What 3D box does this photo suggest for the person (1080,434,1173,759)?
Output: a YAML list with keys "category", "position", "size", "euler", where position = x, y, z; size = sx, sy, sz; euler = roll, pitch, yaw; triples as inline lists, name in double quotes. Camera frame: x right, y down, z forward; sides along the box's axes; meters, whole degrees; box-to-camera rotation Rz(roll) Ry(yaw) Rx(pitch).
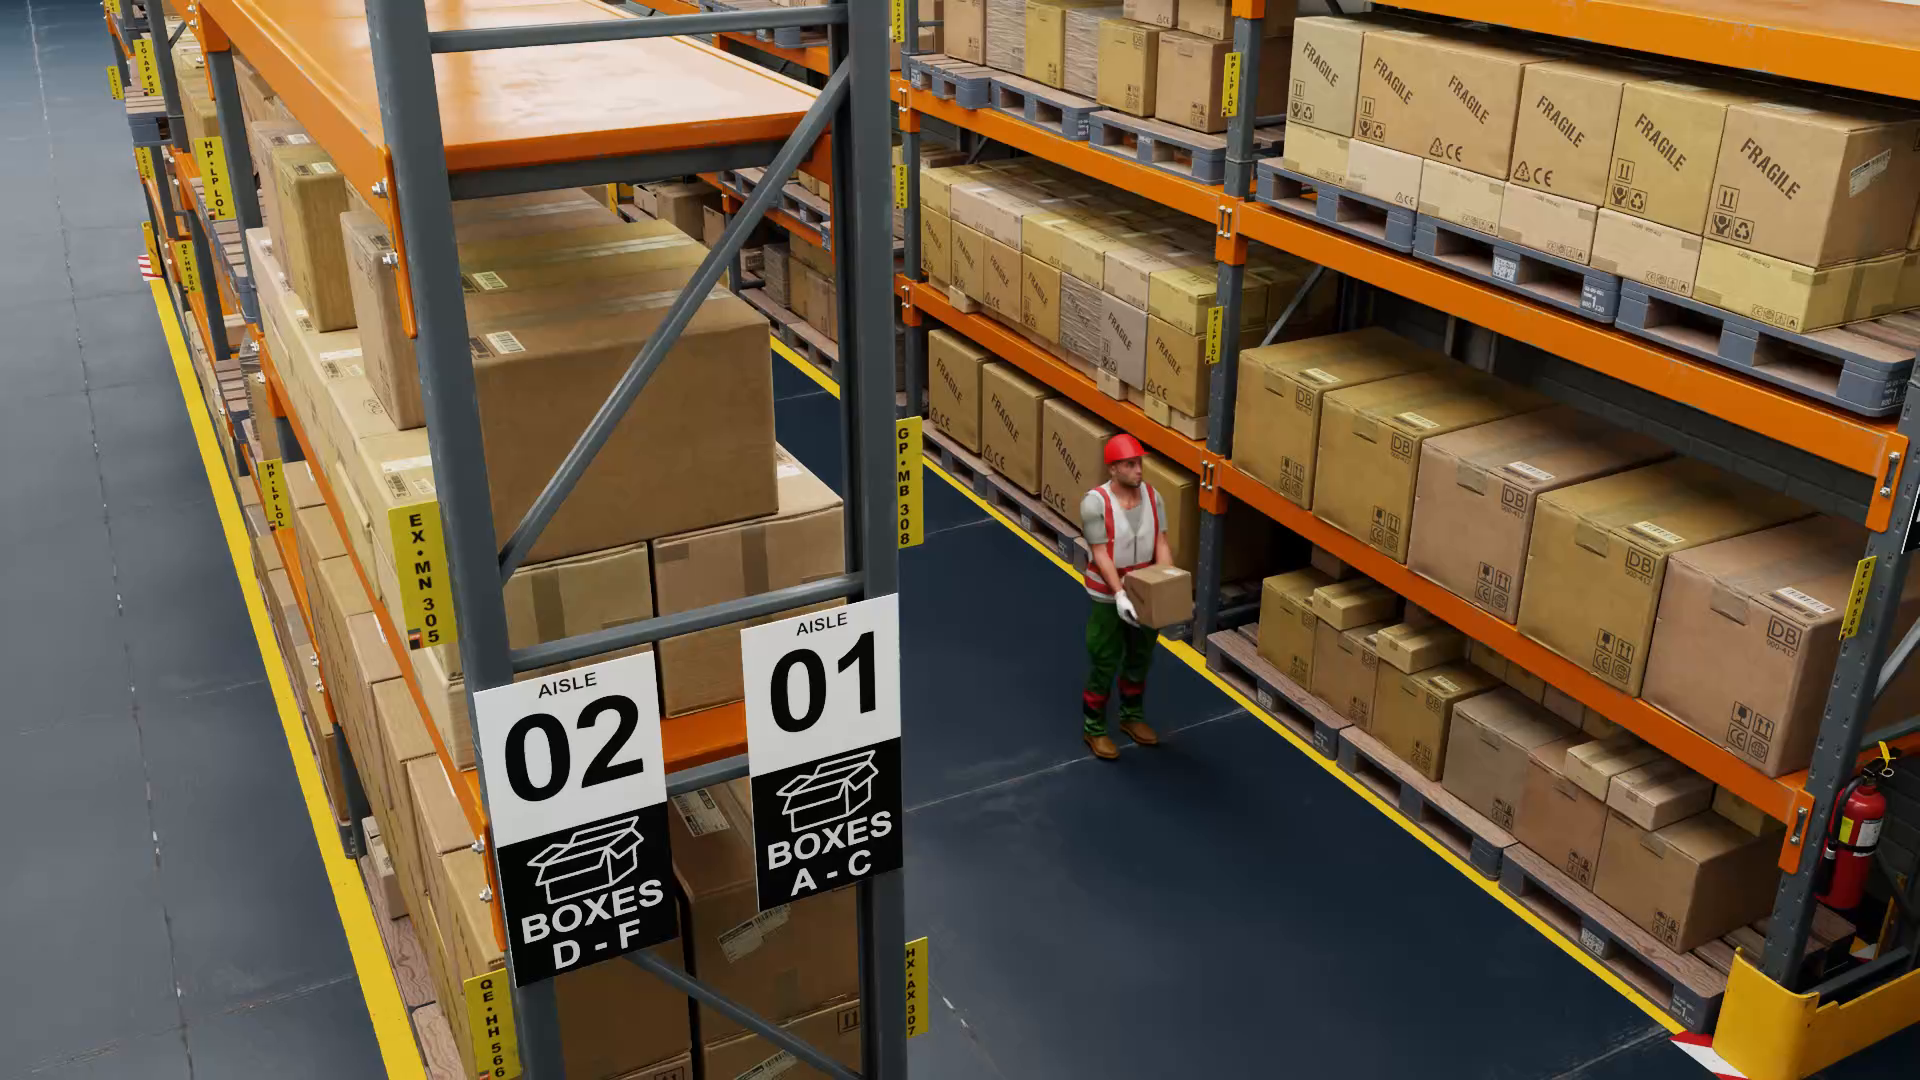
- category: "person"
  position: [0.922, 0.325, 8.891]
  size: [0.506, 1.792, 0.556]
  euler: [-12, 28, -24]
